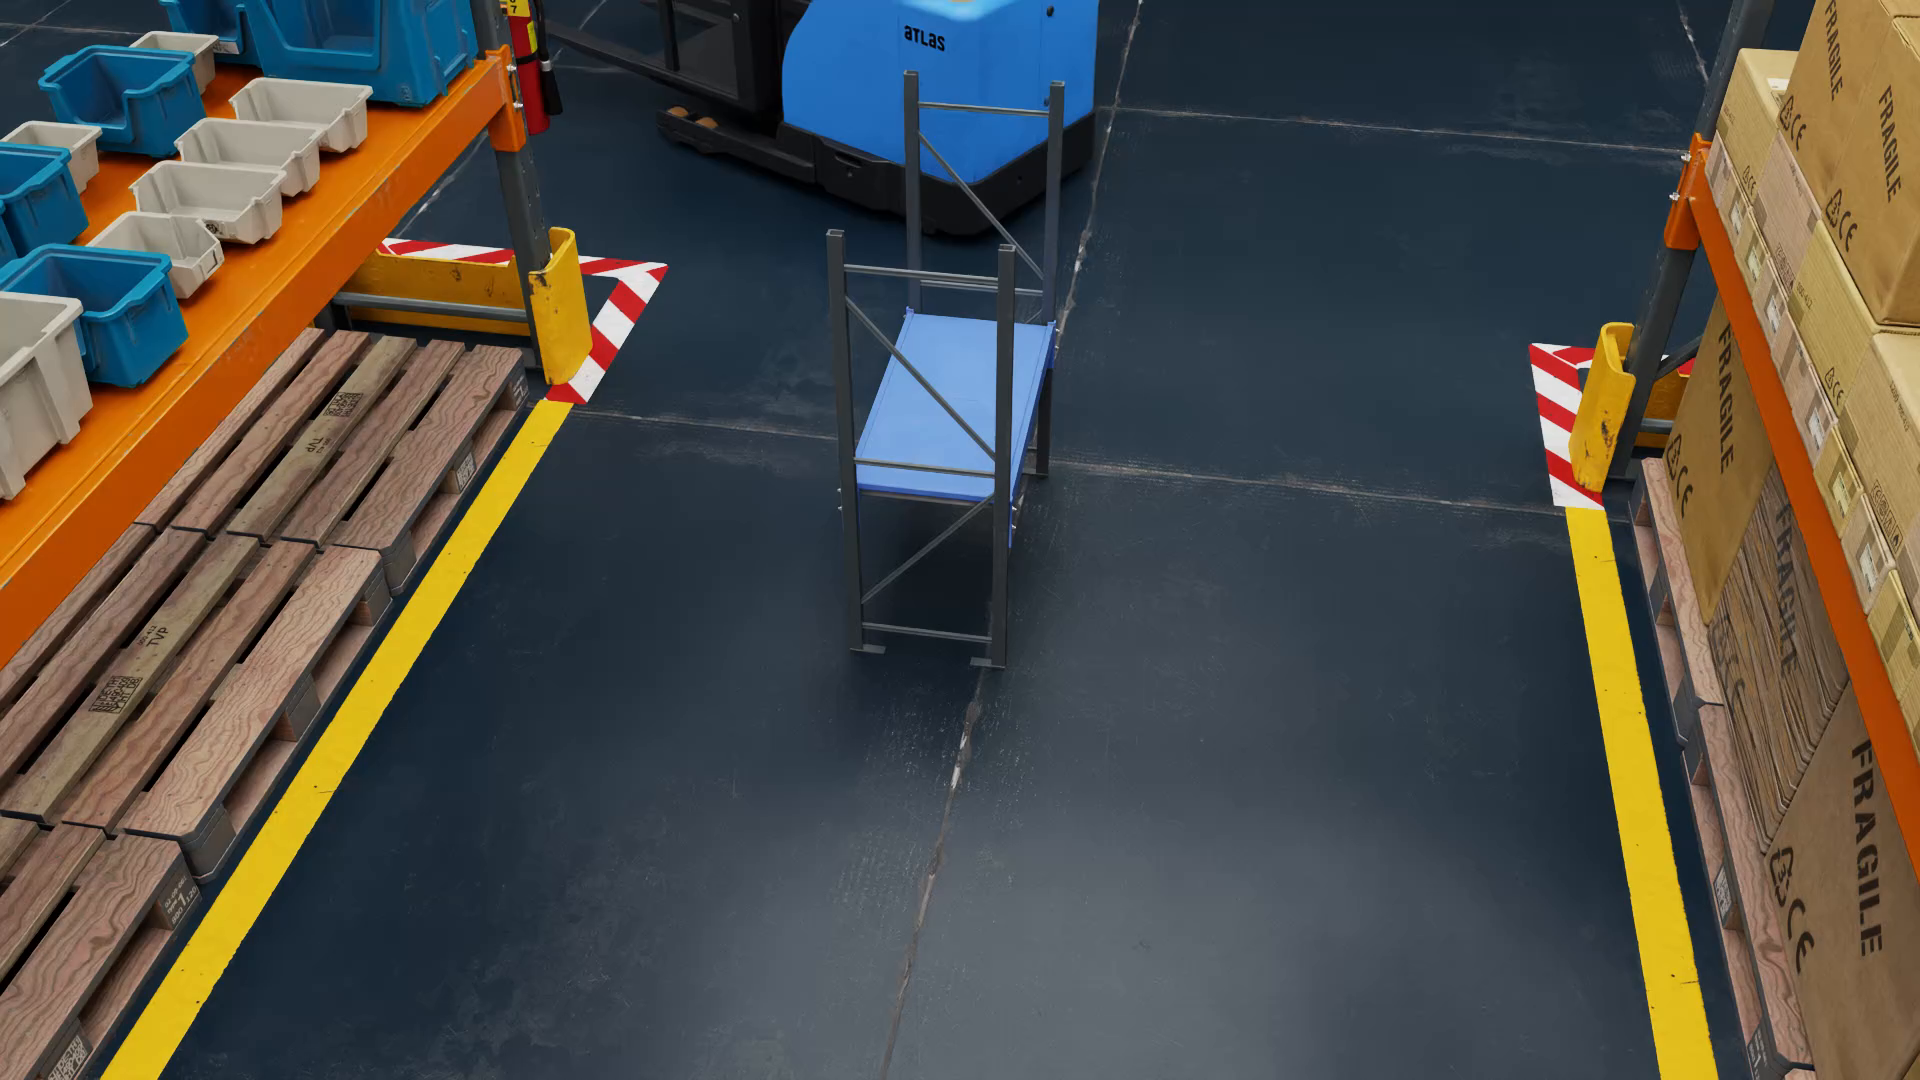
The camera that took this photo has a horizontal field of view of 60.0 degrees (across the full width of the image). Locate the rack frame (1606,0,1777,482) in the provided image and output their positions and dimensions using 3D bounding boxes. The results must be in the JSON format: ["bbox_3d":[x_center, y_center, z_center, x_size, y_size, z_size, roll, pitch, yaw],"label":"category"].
[{"bbox_3d":[2.814,-1.362,5.044,1.000,3.000,0.127,6,40,8],"label":"rack frame"}]

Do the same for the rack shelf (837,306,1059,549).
[{"bbox_3d":[-0.015,-0.386,5.322,0.538,0.185,1.000,6,40,8],"label":"rack shelf"}]

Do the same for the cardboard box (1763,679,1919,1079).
[{"bbox_3d":[2.470,0.835,3.724,0.875,0.875,0.875,6,40,8],"label":"cardboard box"}]

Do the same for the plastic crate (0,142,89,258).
[{"bbox_3d":[-2.659,-0.922,4.596,0.416,0.233,0.300,6,40,8],"label":"plastic crate"}]

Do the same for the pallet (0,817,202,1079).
[{"bbox_3d":[-2.668,1.211,4.120,1.003,0.211,1.213,6,40,8],"label":"pallet"}]

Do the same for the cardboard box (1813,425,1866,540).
[{"bbox_3d":[2.162,-0.114,3.731,0.380,0.149,0.250,5,40,7],"label":"cardboard box"}]

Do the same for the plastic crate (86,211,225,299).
[{"bbox_3d":[-2.149,-0.753,4.466,0.298,0.136,0.250,6,40,8],"label":"plastic crate"}]

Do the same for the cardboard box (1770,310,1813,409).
[{"bbox_3d":[2.251,-0.434,4.118,0.380,0.149,0.250,6,40,7],"label":"cardboard box"}]

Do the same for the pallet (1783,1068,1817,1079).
[{"bbox_3d":[2.330,1.754,3.463,1.003,0.211,1.213,6,40,8],"label":"pallet"}]

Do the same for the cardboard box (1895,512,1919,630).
[{"bbox_3d":[2.115,0.140,3.111,0.500,0.250,0.500,7,40,9],"label":"cardboard box"}]

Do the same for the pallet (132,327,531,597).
[{"bbox_3d":[-2.246,-0.321,5.972,1.003,0.211,1.213,6,40,8],"label":"pallet"}]

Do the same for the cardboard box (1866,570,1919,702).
[{"bbox_3d":[2.074,0.211,3.338,0.380,0.149,0.250,6,40,7],"label":"cardboard box"}]

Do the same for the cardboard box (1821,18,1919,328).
[{"bbox_3d":[2.294,-0.797,3.656,0.500,0.500,0.500,5,40,6],"label":"cardboard box"}]

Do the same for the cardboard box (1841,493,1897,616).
[{"bbox_3d":[2.119,0.051,3.531,0.380,0.149,0.250,7,40,8],"label":"cardboard box"}]

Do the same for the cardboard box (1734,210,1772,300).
[{"bbox_3d":[2.340,-0.757,4.509,0.380,0.149,0.250,6,40,7],"label":"cardboard box"}]

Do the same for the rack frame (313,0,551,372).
[{"bbox_3d":[-2.065,-1.909,5.704,1.000,3.000,0.127,6,40,8],"label":"rack frame"}]

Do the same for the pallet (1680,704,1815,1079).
[{"bbox_3d":[2.539,0.986,4.392,1.003,0.211,1.213,6,40,8],"label":"pallet"}]

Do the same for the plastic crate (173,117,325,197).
[{"bbox_3d":[-2.092,-1.118,4.908,0.396,0.136,0.243,6,40,8],"label":"plastic crate"}]

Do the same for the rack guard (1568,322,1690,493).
[{"bbox_3d":[2.818,-0.414,5.859,1.175,0.500,0.348,6,40,8],"label":"rack guard"}]

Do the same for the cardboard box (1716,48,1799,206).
[{"bbox_3d":[2.465,-1.148,4.668,0.500,0.250,0.500,5,40,6],"label":"cardboard box"}]

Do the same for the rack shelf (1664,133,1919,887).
[{"bbox_3d":[2.468,0.170,3.755,1.077,0.370,4.000,6,40,8],"label":"rack shelf"}]

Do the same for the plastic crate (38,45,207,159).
[{"bbox_3d":[-2.546,-1.335,5.095,0.416,0.233,0.300,6,40,8],"label":"plastic crate"}]

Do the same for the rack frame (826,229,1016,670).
[{"bbox_3d":[-0.103,-0.205,4.821,0.500,1.500,0.032,6,40,8],"label":"rack frame"}]

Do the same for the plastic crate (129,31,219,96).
[{"bbox_3d":[-2.569,-1.519,5.393,0.250,0.136,0.298,6,40,8],"label":"plastic crate"}]

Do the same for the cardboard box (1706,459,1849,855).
[{"bbox_3d":[2.624,0.276,4.400,0.875,0.875,0.875,6,40,8],"label":"cardboard box"}]

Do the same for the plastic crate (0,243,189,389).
[{"bbox_3d":[-2.167,-0.550,4.145,0.416,0.233,0.300,6,40,8],"label":"plastic crate"}]

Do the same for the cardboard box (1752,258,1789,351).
[{"bbox_3d":[2.296,-0.593,4.311,0.380,0.149,0.250,6,40,7],"label":"cardboard box"}]

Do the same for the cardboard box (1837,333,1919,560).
[{"bbox_3d":[2.206,-0.178,3.495,0.500,0.250,0.500,6,40,7],"label":"cardboard box"}]

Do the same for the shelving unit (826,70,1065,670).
[{"bbox_3d":[-0.015,-0.524,5.207,0.538,1.500,1.048,6,40,8],"label":"shelving unit"}]

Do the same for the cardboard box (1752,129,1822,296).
[{"bbox_3d":[2.381,-0.821,4.273,0.500,0.250,0.500,6,40,7],"label":"cardboard box"}]

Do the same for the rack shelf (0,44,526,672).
[{"bbox_3d":[-2.411,-0.376,4.415,1.077,0.370,4.000,6,40,8],"label":"rack shelf"}]

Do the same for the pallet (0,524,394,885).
[{"bbox_3d":[-2.459,0.443,5.049,1.003,0.211,1.213,6,40,8],"label":"pallet"}]

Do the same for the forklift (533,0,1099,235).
[{"bbox_3d":[-0.847,-3.225,7.351,3.031,2.935,1.130,26,46,28],"label":"forklift"}]

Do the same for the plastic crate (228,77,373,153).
[{"bbox_3d":[-2.027,-1.298,5.126,0.396,0.136,0.243,6,40,8],"label":"plastic crate"}]

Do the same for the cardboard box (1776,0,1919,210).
[{"bbox_3d":[2.378,-1.123,4.050,0.500,0.500,0.500,5,40,7],"label":"cardboard box"}]

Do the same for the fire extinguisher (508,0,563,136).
[{"bbox_3d":[-1.591,-1.780,5.902,0.296,0.674,0.183,6,40,8],"label":"fire extinguisher"}]

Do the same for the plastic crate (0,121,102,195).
[{"bbox_3d":[-2.686,-1.093,4.878,0.250,0.136,0.298,6,40,8],"label":"plastic crate"}]

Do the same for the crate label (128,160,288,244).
[{"bbox_3d":[-2.116,-0.941,4.693,0.396,0.136,0.243,6,40,8],"label":"crate label"}]

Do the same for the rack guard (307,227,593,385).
[{"bbox_3d":[-2.073,-0.962,6.521,1.175,0.500,0.348,6,40,8],"label":"rack guard"}]

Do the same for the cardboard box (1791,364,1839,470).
[{"bbox_3d":[2.207,-0.272,3.922,0.380,0.149,0.250,6,40,7],"label":"cardboard box"}]

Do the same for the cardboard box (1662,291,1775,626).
[{"bbox_3d":[2.782,-0.295,5.091,0.875,0.875,0.875,6,40,8],"label":"cardboard box"}]

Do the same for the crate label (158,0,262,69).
[{"bbox_3d":[-2.432,-1.748,5.595,0.416,0.233,0.303,6,40,8],"label":"crate label"}]

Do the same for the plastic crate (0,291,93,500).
[{"bbox_3d":[-2.311,-0.314,3.821,0.437,0.282,0.530,6,40,8],"label":"plastic crate"}]

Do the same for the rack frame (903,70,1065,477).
[{"bbox_3d":[0.073,-0.844,5.593,0.500,1.500,0.032,6,40,8],"label":"rack frame"}]

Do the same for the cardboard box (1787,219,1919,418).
[{"bbox_3d":[2.291,-0.506,3.892,0.500,0.250,0.500,5,40,6],"label":"cardboard box"}]

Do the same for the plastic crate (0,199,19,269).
[{"bbox_3d":[-2.711,-0.734,4.368,0.416,0.233,0.300,6,40,8],"label":"plastic crate"}]

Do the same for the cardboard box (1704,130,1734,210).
[{"bbox_3d":[2.427,-1.079,4.898,0.380,0.149,0.250,7,40,8],"label":"cardboard box"}]

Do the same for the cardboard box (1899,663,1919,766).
[{"bbox_3d":[2.029,0.371,3.144,0.380,0.149,0.250,7,40,9],"label":"cardboard box"}]

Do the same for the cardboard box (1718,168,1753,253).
[{"bbox_3d":[2.384,-0.918,4.703,0.380,0.149,0.250,6,40,7],"label":"cardboard box"}]

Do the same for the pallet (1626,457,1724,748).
[{"bbox_3d":[2.752,0.223,5.315,1.003,0.211,1.213,6,40,8],"label":"pallet"}]

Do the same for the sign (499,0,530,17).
[{"bbox_3d":[-1.520,-1.921,5.591,0.100,0.325,0.005,6,40,8],"label":"sign"}]

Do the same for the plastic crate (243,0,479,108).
[{"bbox_3d":[-1.939,-1.715,5.395,0.616,0.435,0.499,6,40,8],"label":"plastic crate"}]
